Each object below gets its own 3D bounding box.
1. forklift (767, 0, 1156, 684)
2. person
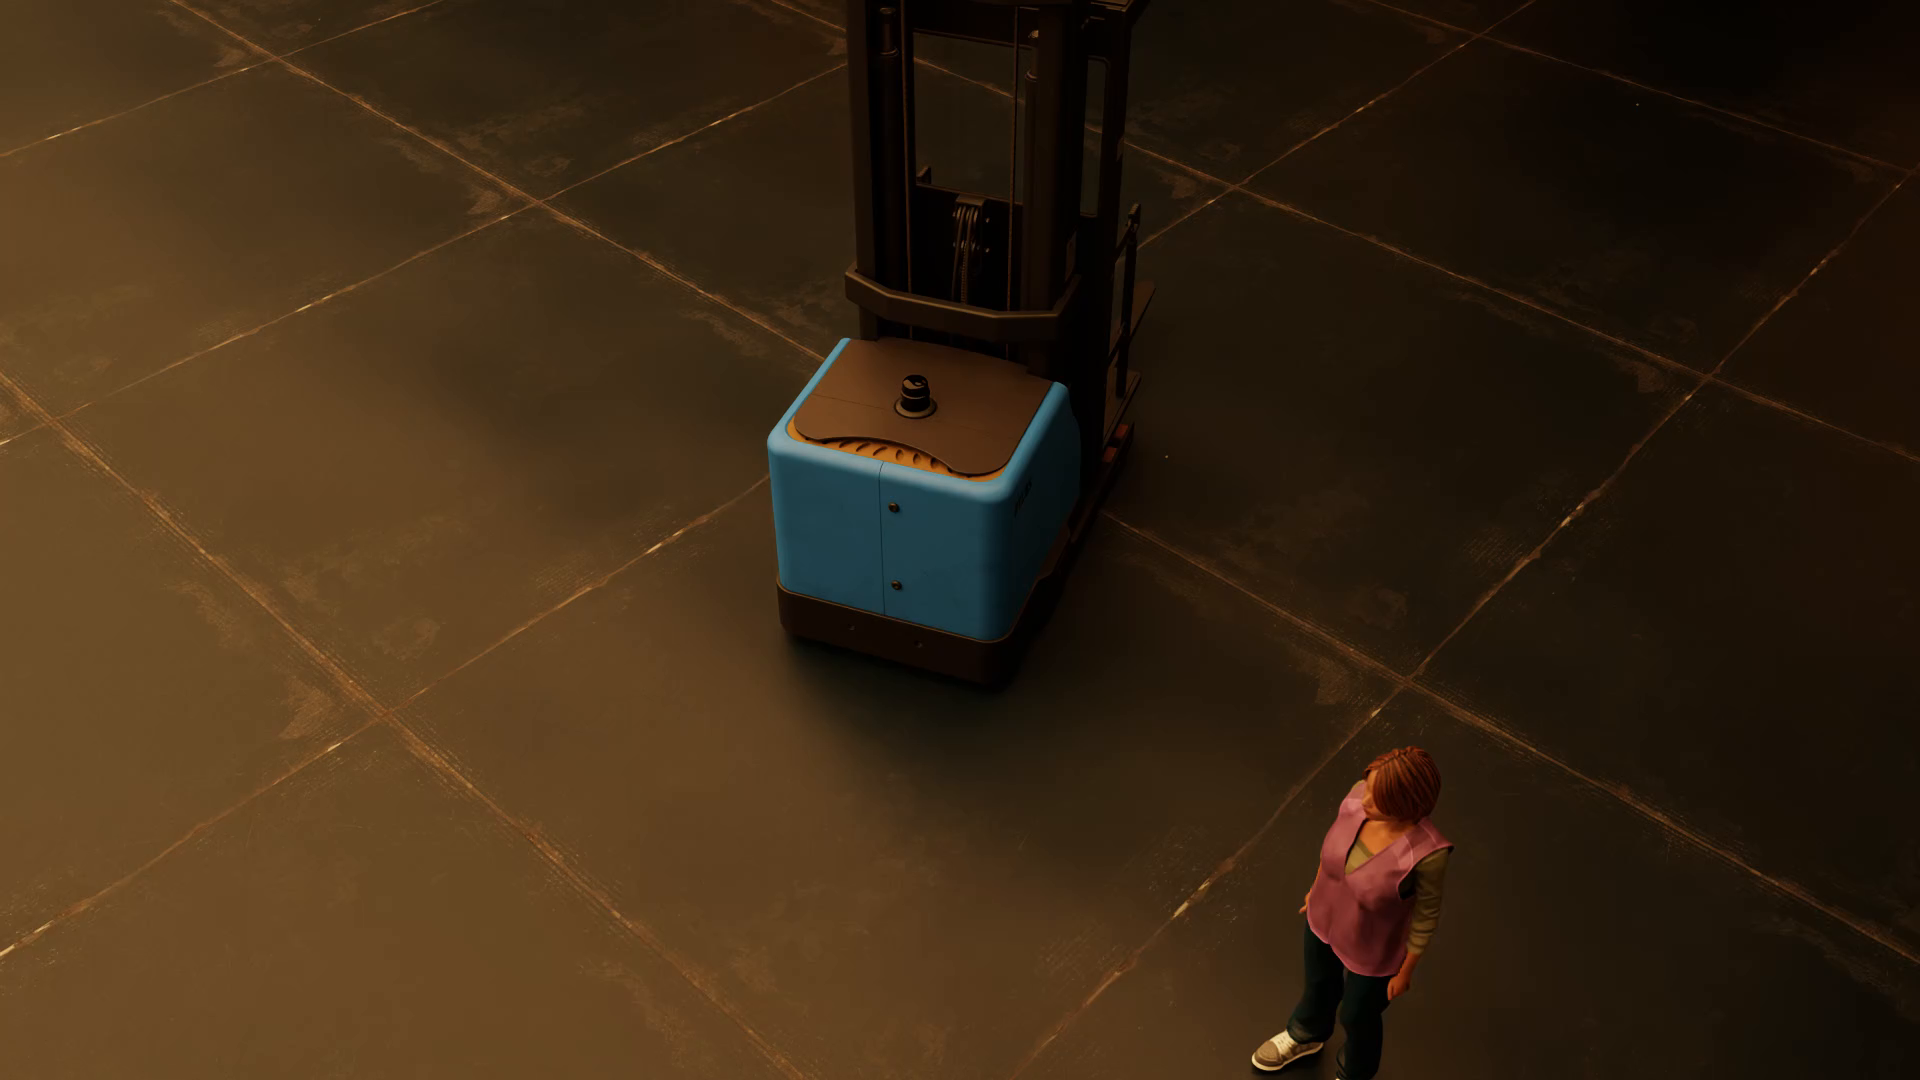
[{"bbox_3d":[0.211,-1.484,7.158,1.130,2.935,3.031,14,42,15],"label":"forklift"},{"bbox_3d":[1.205,1.198,5.055,0.323,1.603,0.431,-23,46,-25],"label":"person"}]
